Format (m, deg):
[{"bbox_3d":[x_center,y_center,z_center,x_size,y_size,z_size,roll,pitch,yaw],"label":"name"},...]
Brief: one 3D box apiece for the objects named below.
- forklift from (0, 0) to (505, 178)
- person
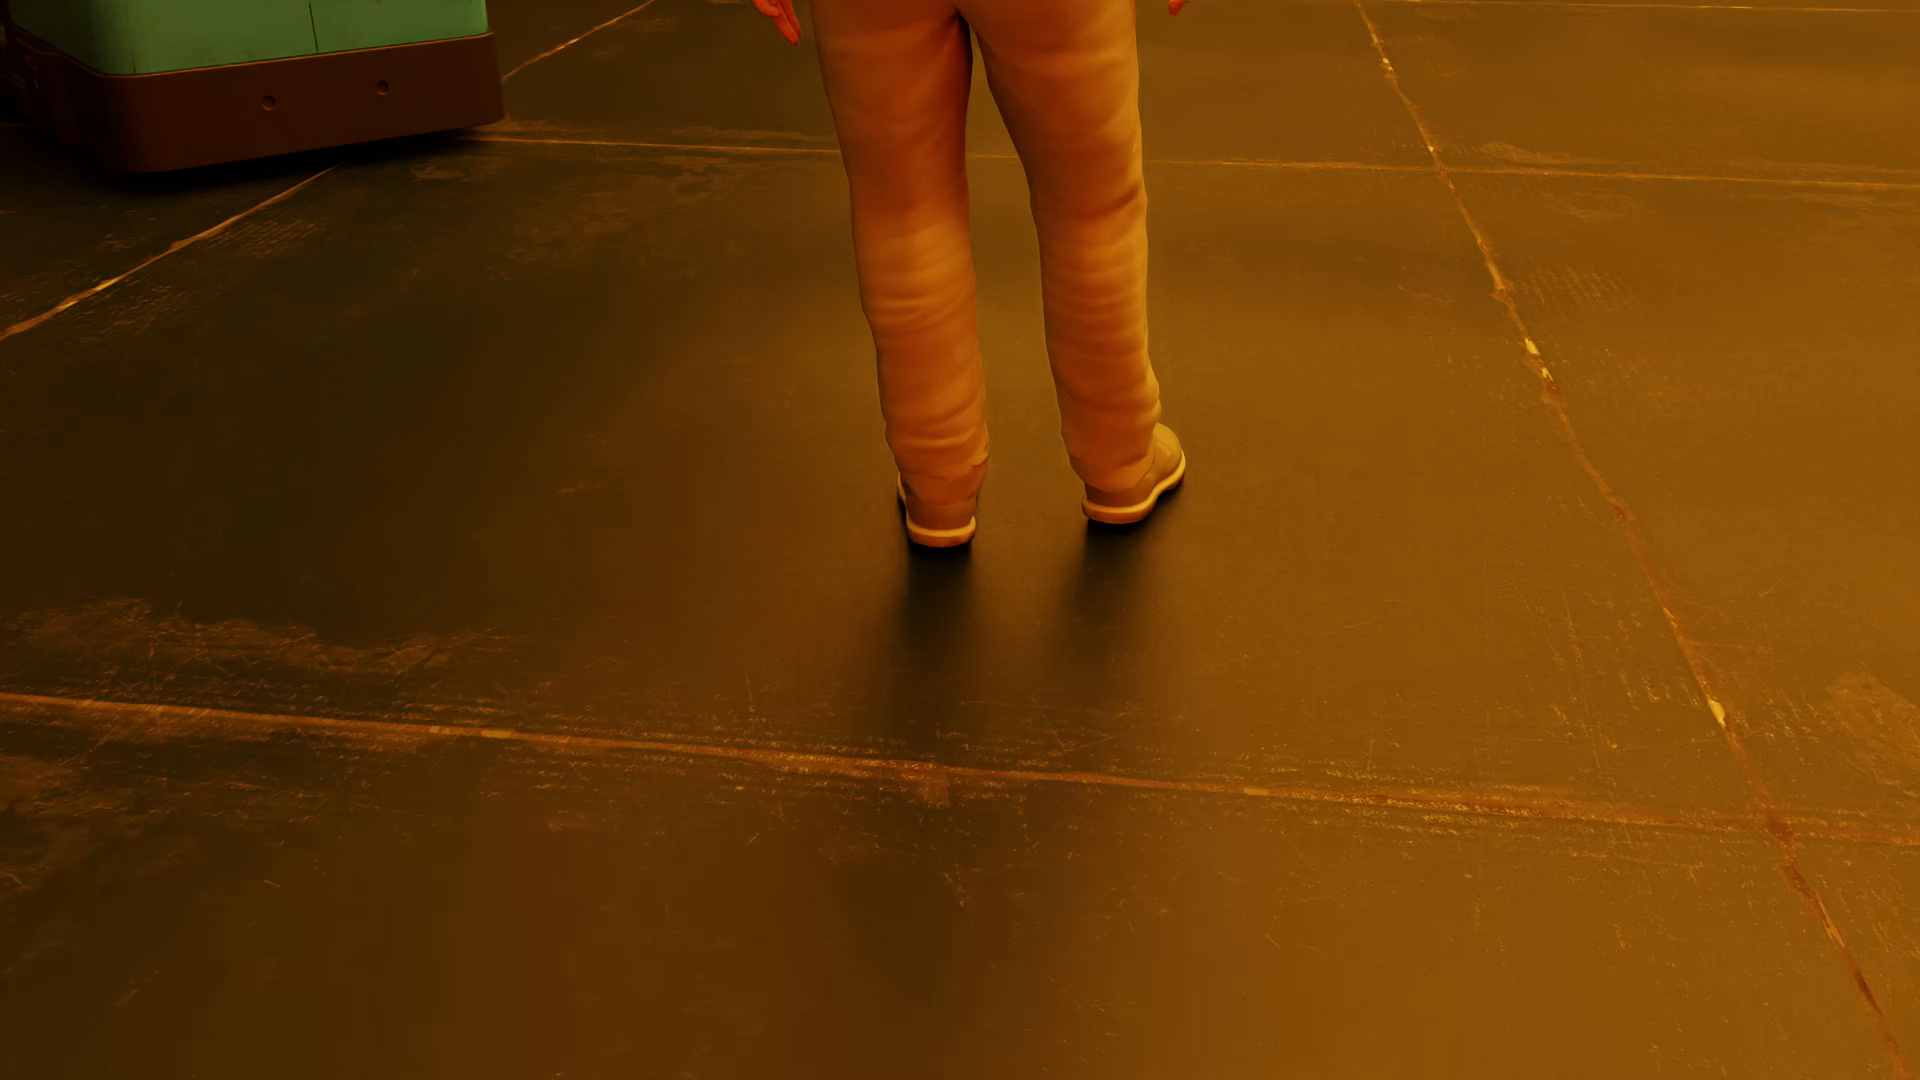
[{"bbox_3d":[-2.616,-2.826,4.881,1.130,2.935,3.031,-20,33,-34],"label":"forklift"},{"bbox_3d":[0.022,-0.837,2.166,0.640,1.781,0.575,3,27,7],"label":"person"}]
